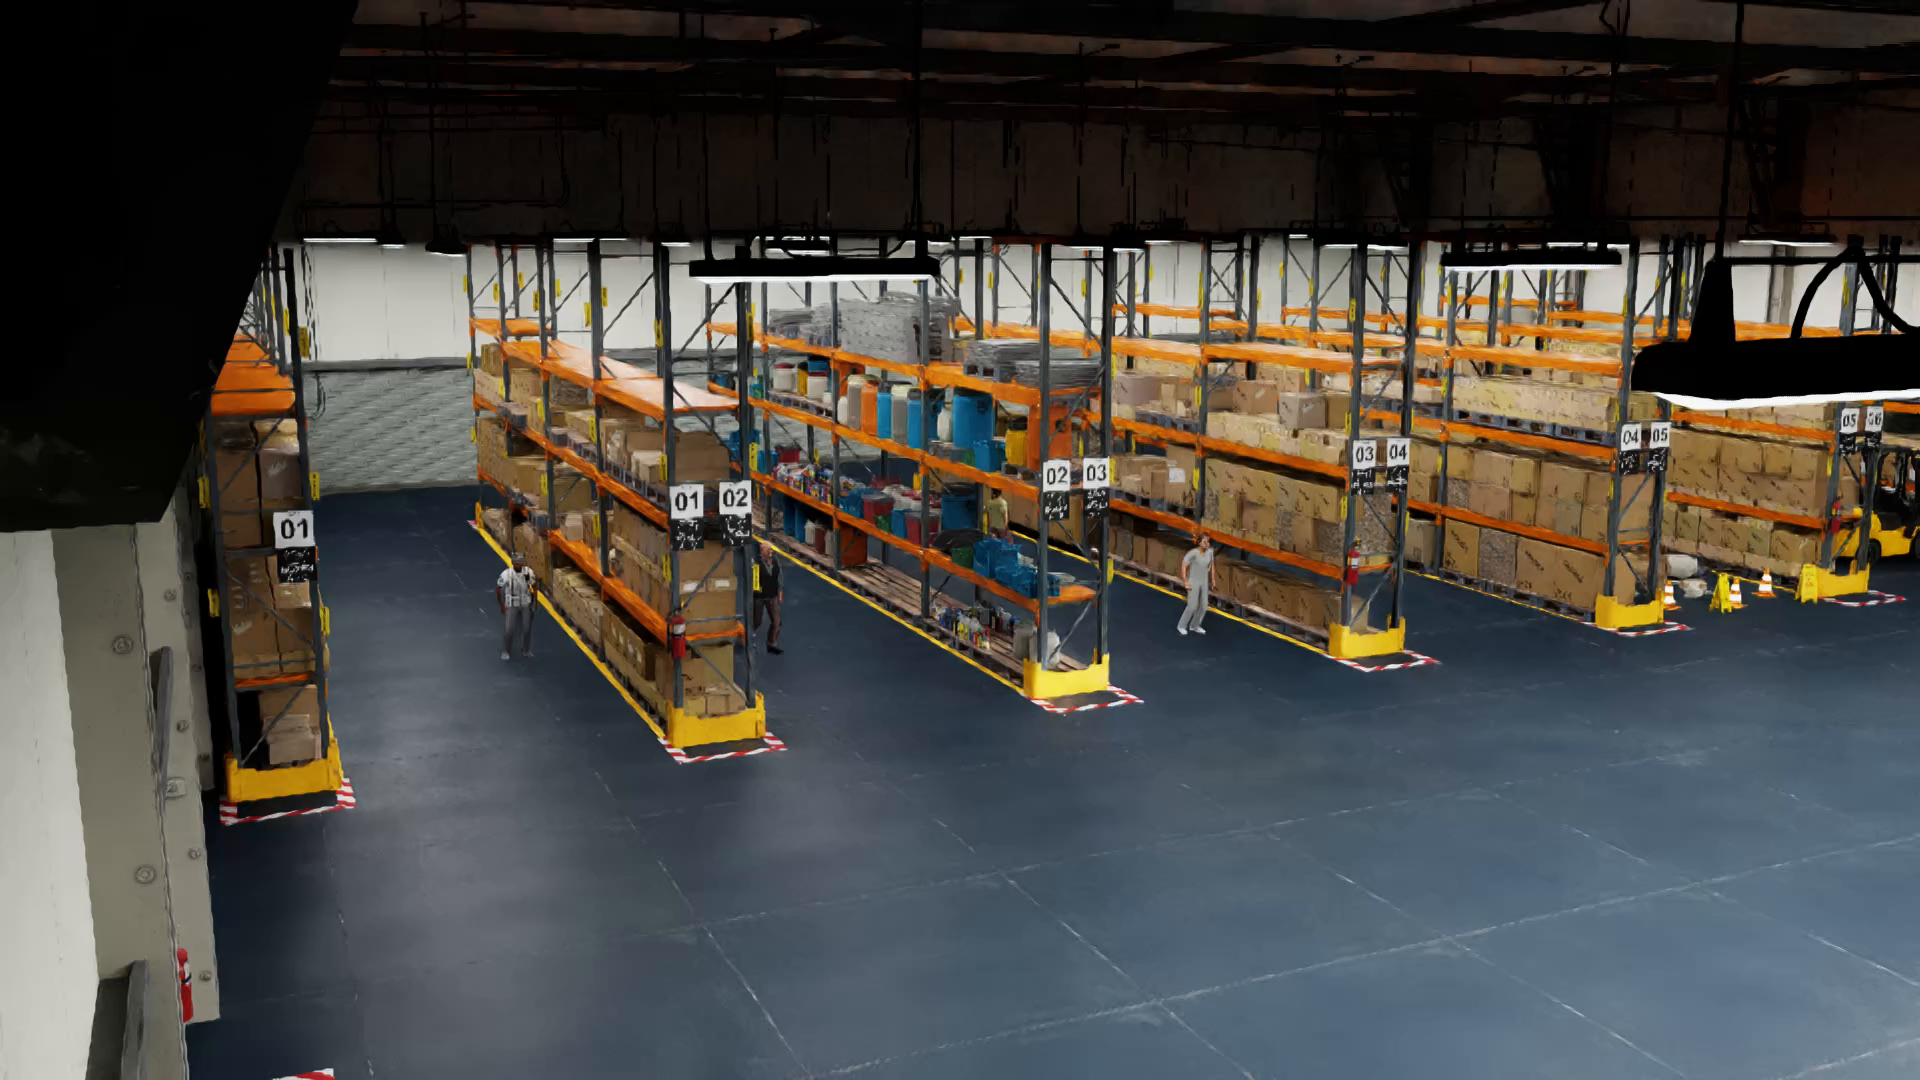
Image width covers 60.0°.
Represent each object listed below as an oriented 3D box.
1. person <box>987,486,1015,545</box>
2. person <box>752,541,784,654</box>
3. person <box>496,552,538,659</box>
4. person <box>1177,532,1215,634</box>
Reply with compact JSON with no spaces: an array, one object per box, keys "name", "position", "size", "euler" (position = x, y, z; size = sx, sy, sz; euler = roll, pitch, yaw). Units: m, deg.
[{"name":"person","position":[0.697,-0.189,29.710],"size":[0.503,1.670,0.432],"euler":[9,14,38]},{"name":"person","position":[-2.921,0.813,24.522],"size":[0.662,1.688,0.678],"euler":[-7,13,-32]},{"name":"person","position":[-6.404,0.932,24.087],"size":[0.592,1.629,0.526],"euler":[-5,12,-26]},{"name":"person","position":[3.638,0.658,25.525],"size":[0.580,1.618,0.507],"euler":[-5,12,-26]}]
